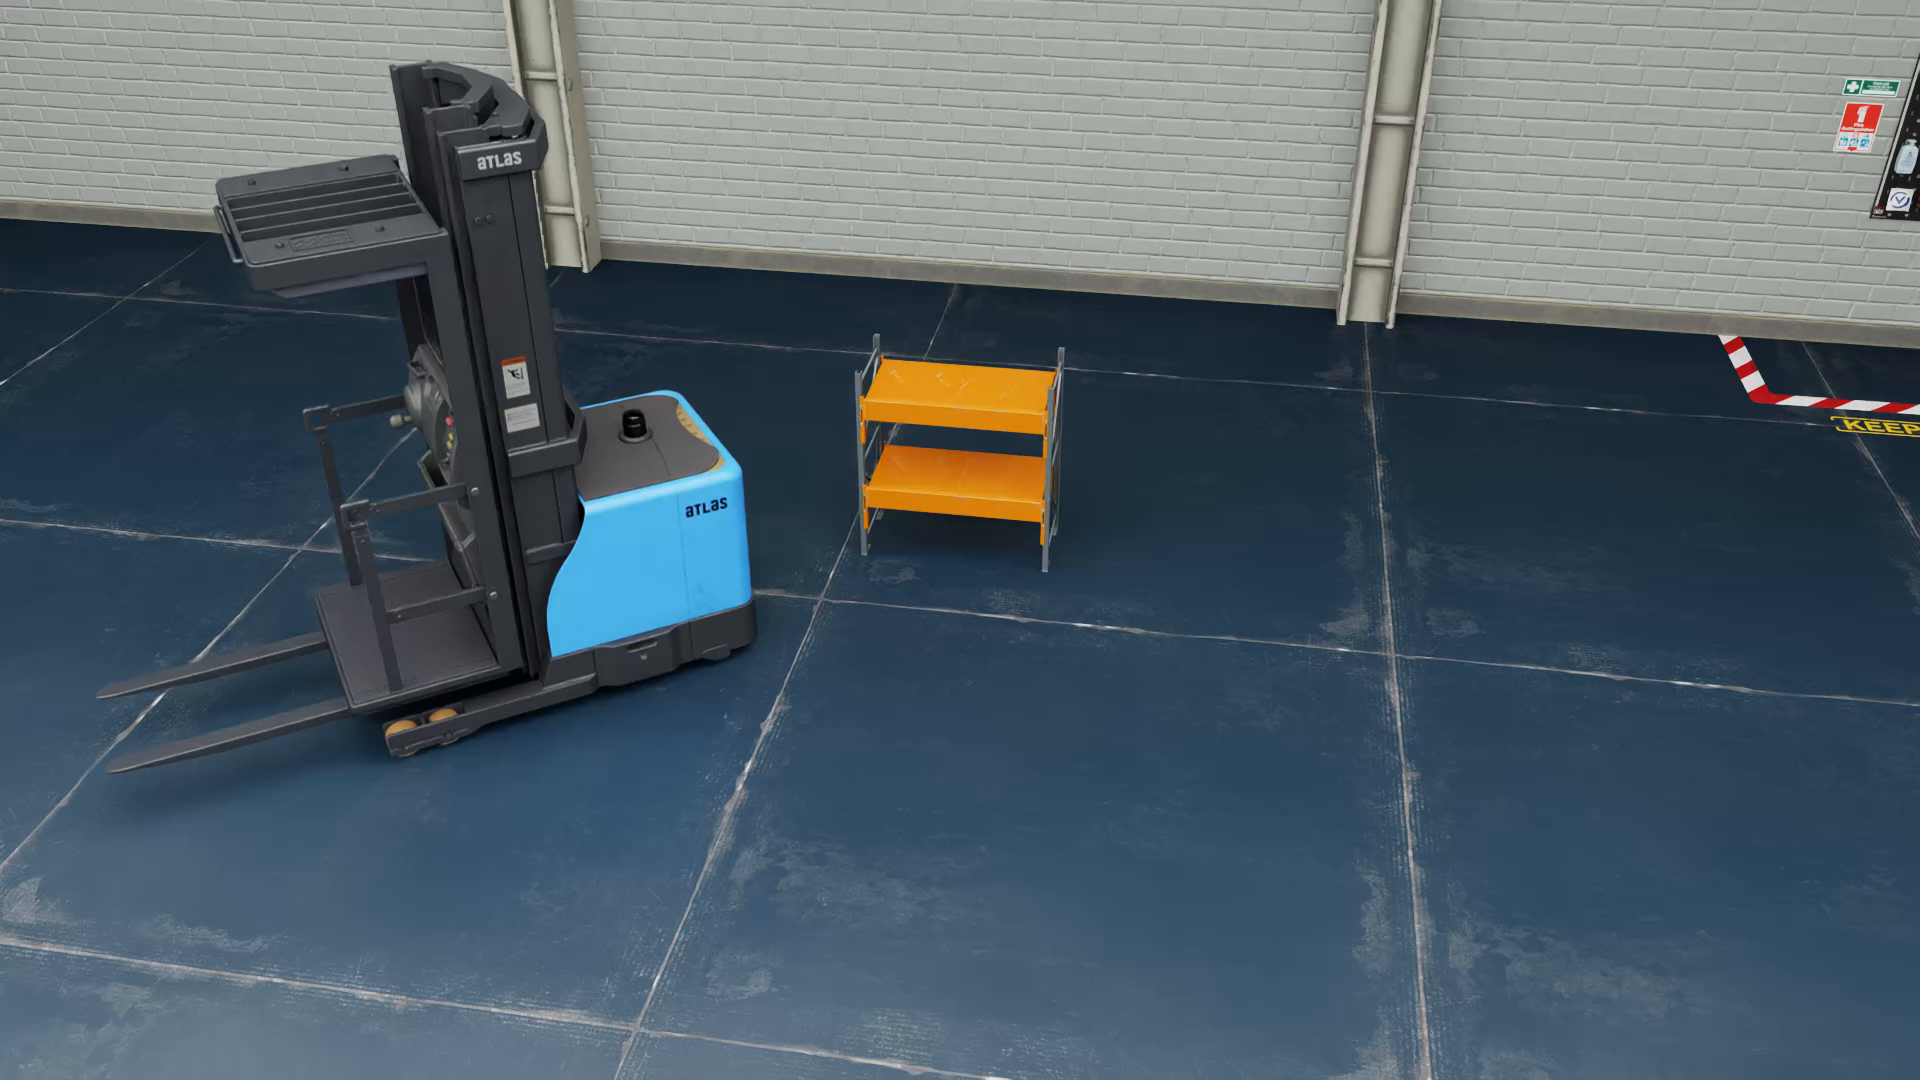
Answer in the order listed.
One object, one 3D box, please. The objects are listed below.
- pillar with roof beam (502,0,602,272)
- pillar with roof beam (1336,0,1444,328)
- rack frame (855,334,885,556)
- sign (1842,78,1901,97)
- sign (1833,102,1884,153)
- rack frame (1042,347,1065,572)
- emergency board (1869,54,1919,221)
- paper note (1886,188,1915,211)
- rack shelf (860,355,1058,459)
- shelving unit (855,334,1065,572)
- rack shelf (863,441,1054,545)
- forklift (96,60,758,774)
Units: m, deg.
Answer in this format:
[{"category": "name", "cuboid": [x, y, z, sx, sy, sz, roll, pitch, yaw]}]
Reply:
[{"category": "pillar with roof beam", "cuboid": [-3.722, -3.701, 6.855, 0.400, 9.000, 9.100, 5, 32, 8]}, {"category": "pillar with roof beam", "cuboid": [2.192, -3.166, 6.000, 0.400, 9.000, 9.100, 5, 32, 8]}, {"category": "rack frame", "cuboid": [-0.494, -0.522, 9.197, 0.032, 1.125, 0.500, 5, 32, 8]}, {"category": "sign", "cuboid": [5.877, -2.917, 10.724, 0.331, 0.109, 0.001, 5, 32, 8]}, {"category": "sign", "cuboid": [5.874, -2.698, 10.873, 0.234, 0.329, 0.001, 5, 32, 8]}, {"category": "rack frame", "cuboid": [0.508, -0.431, 9.052, 0.032, 1.125, 0.500, 5, 32, 8]}, {"category": "emergency board", "cuboid": [6.396, -2.589, 10.734, 0.626, 1.169, 0.157, 5, 32, 8]}, {"category": "paper note", "cuboid": [6.239, -2.258, 11.034, 0.142, 0.148, 0.016, 5, 32, 8]}, {"category": "rack shelf", "cuboid": [0.007, -0.724, 8.969, 1.000, 0.278, 0.538, 5, 32, 8]}, {"category": "shelving unit", "cuboid": [0.007, -0.476, 9.124, 1.048, 1.125, 0.538, 5, 32, 8]}, {"category": "rack shelf", "cuboid": [0.007, -0.269, 9.254, 1.000, 0.278, 0.538, 5, 32, 8]}, {"category": "forklift", "cuboid": [-2.585, -0.548, 7.537, 3.031, 2.935, 1.130, -15, 35, -23]}]
